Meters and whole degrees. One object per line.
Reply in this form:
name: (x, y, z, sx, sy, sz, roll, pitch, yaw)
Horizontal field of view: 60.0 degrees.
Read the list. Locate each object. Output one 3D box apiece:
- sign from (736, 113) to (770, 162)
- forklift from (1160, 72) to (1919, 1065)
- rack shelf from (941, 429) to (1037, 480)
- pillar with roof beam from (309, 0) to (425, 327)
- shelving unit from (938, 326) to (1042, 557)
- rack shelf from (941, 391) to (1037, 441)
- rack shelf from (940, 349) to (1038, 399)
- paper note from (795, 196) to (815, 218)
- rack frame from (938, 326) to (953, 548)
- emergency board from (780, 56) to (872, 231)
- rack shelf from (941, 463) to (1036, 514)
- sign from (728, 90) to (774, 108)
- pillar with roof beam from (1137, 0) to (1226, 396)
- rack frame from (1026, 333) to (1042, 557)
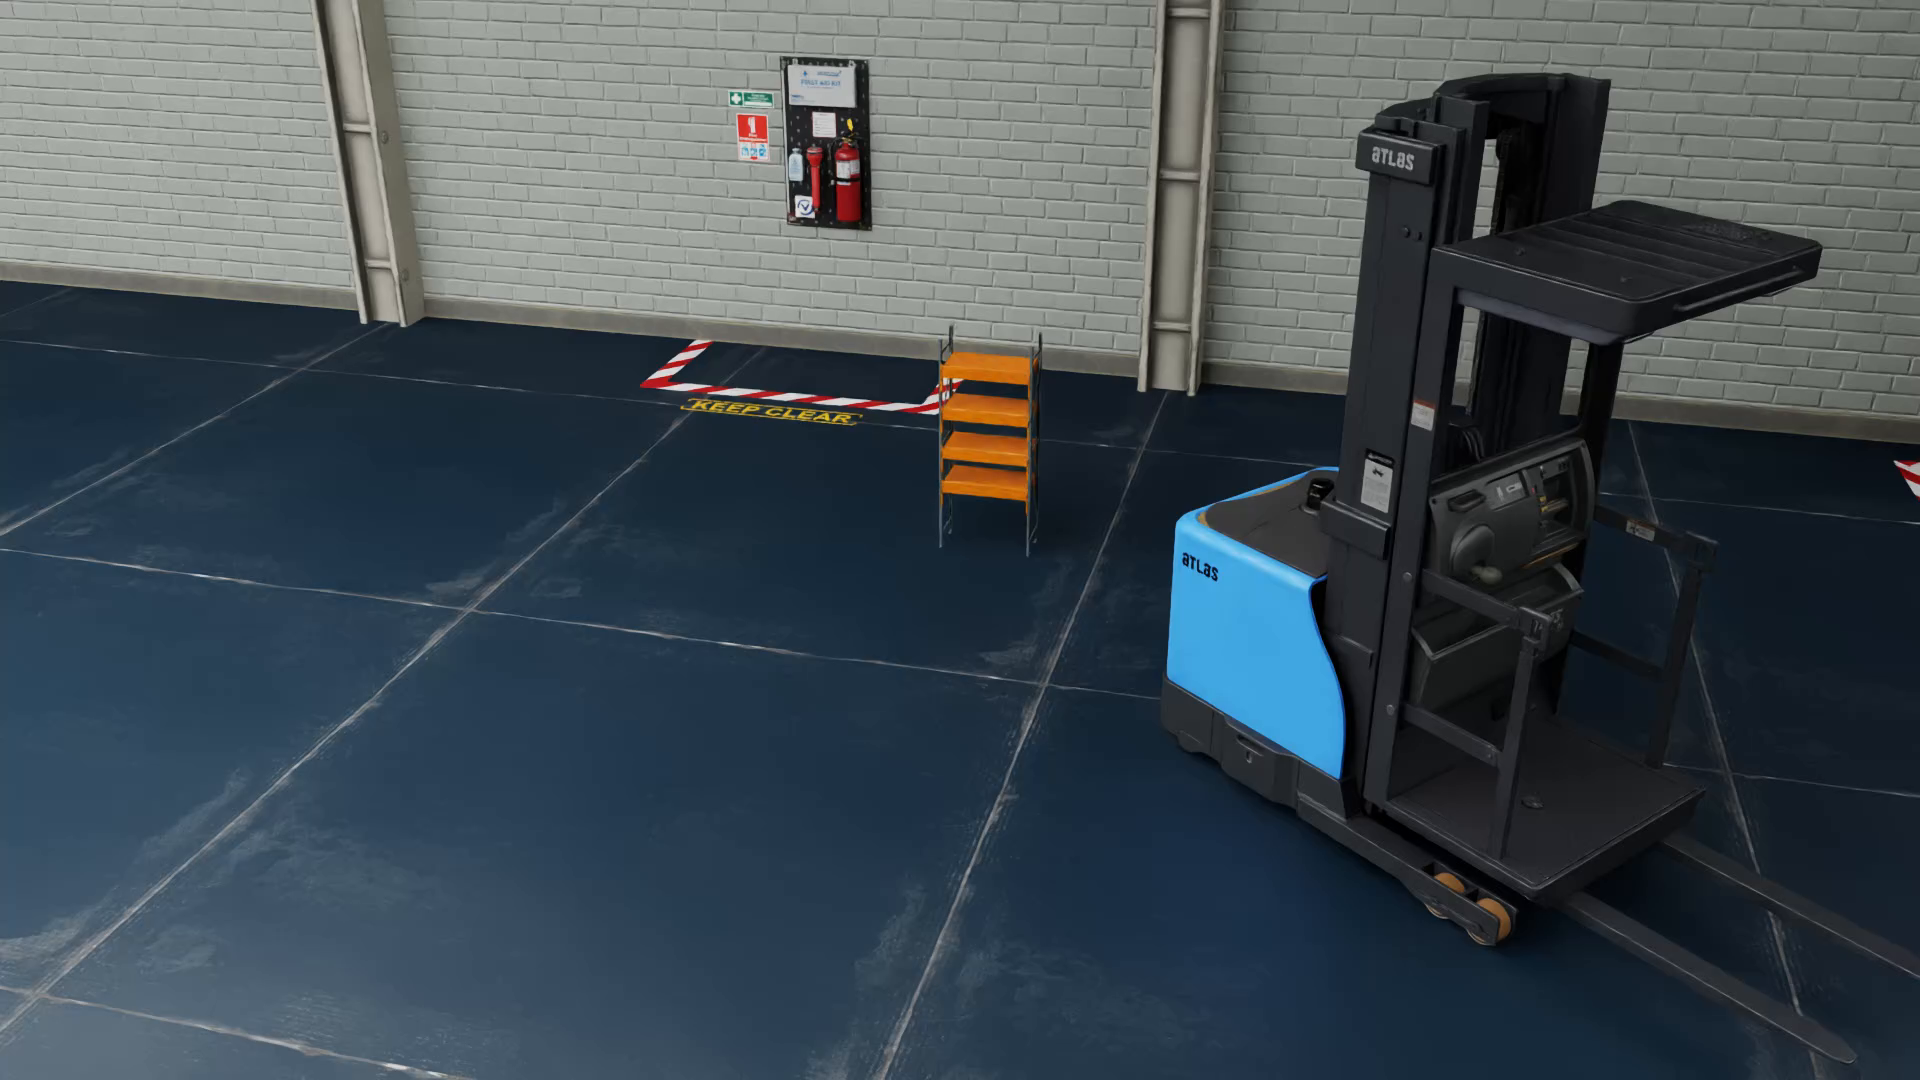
sign: (-1.448, -2.815, 11.633, 0.234, 0.329, 0.001, 6, 26, 13)
forklift: (2.172, -0.073, 5.993, 1.130, 2.935, 3.031, -18, 31, -33)
rack shelf: (0.160, -0.463, 8.984, 0.480, 0.148, 0.258, 6, 26, 13)
pillar with roof beam: (-5.438, -3.976, 7.132, 0.400, 9.000, 9.100, 6, 26, 13)
shelving unit: (0.160, -0.524, 8.955, 0.503, 1.200, 0.258, 6, 26, 13)
rack shelf: (0.160, -0.665, 8.888, 0.480, 0.148, 0.258, 6, 26, 13)
rack shelf: (0.160, -0.879, 8.786, 0.480, 0.148, 0.258, 6, 26, 13)
paper note: (-1.093, -2.347, 11.715, 0.142, 0.148, 0.016, 6, 26, 13)
rack frame: (-0.076, -0.550, 9.010, 0.015, 1.200, 0.240, 6, 26, 13)
emergency board: (-0.938, -2.697, 11.426, 0.643, 1.169, 0.194, 6, 26, 13)
rack shelf: (0.160, -0.284, 9.069, 0.480, 0.148, 0.258, 6, 26, 13)
sign: (-1.446, -3.051, 11.510, 0.331, 0.109, 0.001, 6, 26, 13)
pillar with roof beam: (0.373, -3.333, 5.783, 0.400, 9.000, 9.100, 6, 26, 13)
rack frame: (0.397, -0.498, 8.900, 0.015, 1.200, 0.240, 6, 26, 13)
